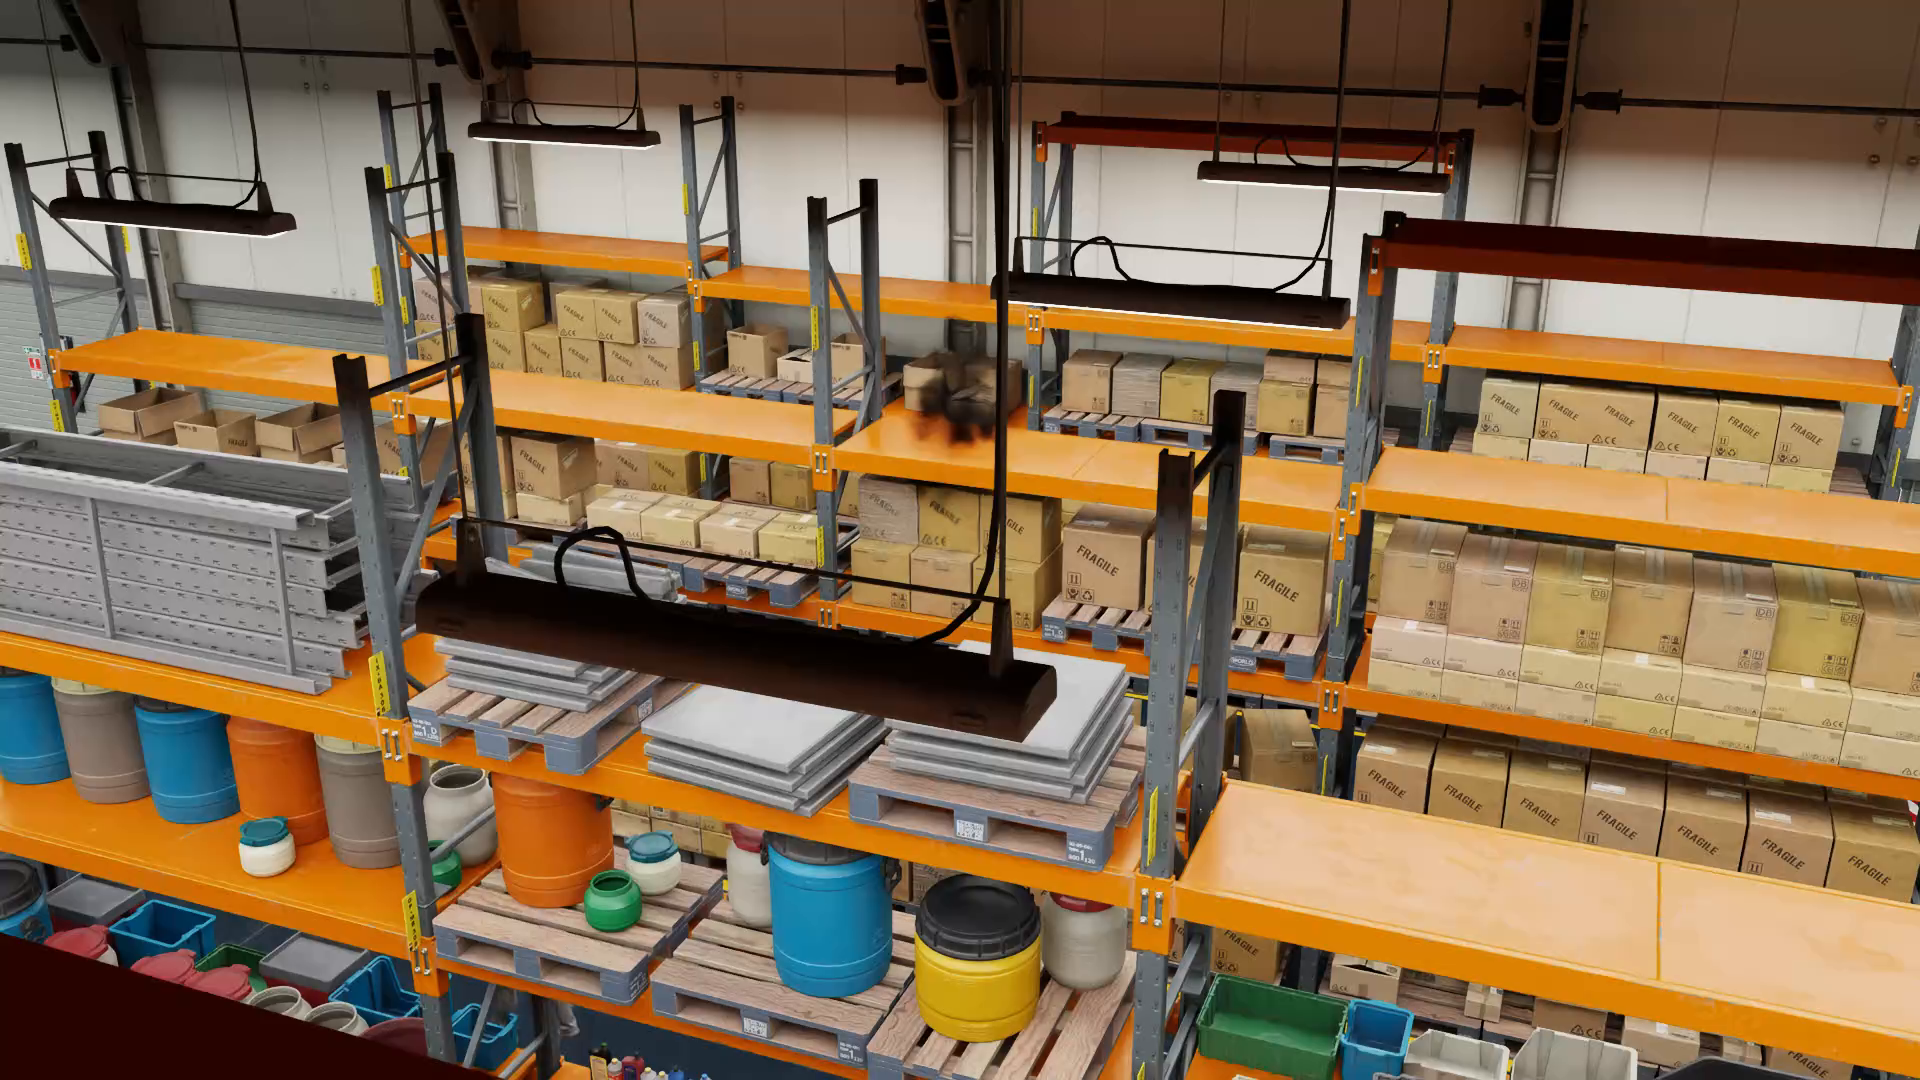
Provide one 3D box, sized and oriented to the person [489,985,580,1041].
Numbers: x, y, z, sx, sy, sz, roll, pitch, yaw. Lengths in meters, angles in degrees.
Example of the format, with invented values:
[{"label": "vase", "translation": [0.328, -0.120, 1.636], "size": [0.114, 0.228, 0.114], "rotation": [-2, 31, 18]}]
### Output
[{"label": "person", "translation": [-3.106, 2.798, 11.710], "size": [0.780, 1.840, 0.703], "rotation": [8, 22, 20]}]
